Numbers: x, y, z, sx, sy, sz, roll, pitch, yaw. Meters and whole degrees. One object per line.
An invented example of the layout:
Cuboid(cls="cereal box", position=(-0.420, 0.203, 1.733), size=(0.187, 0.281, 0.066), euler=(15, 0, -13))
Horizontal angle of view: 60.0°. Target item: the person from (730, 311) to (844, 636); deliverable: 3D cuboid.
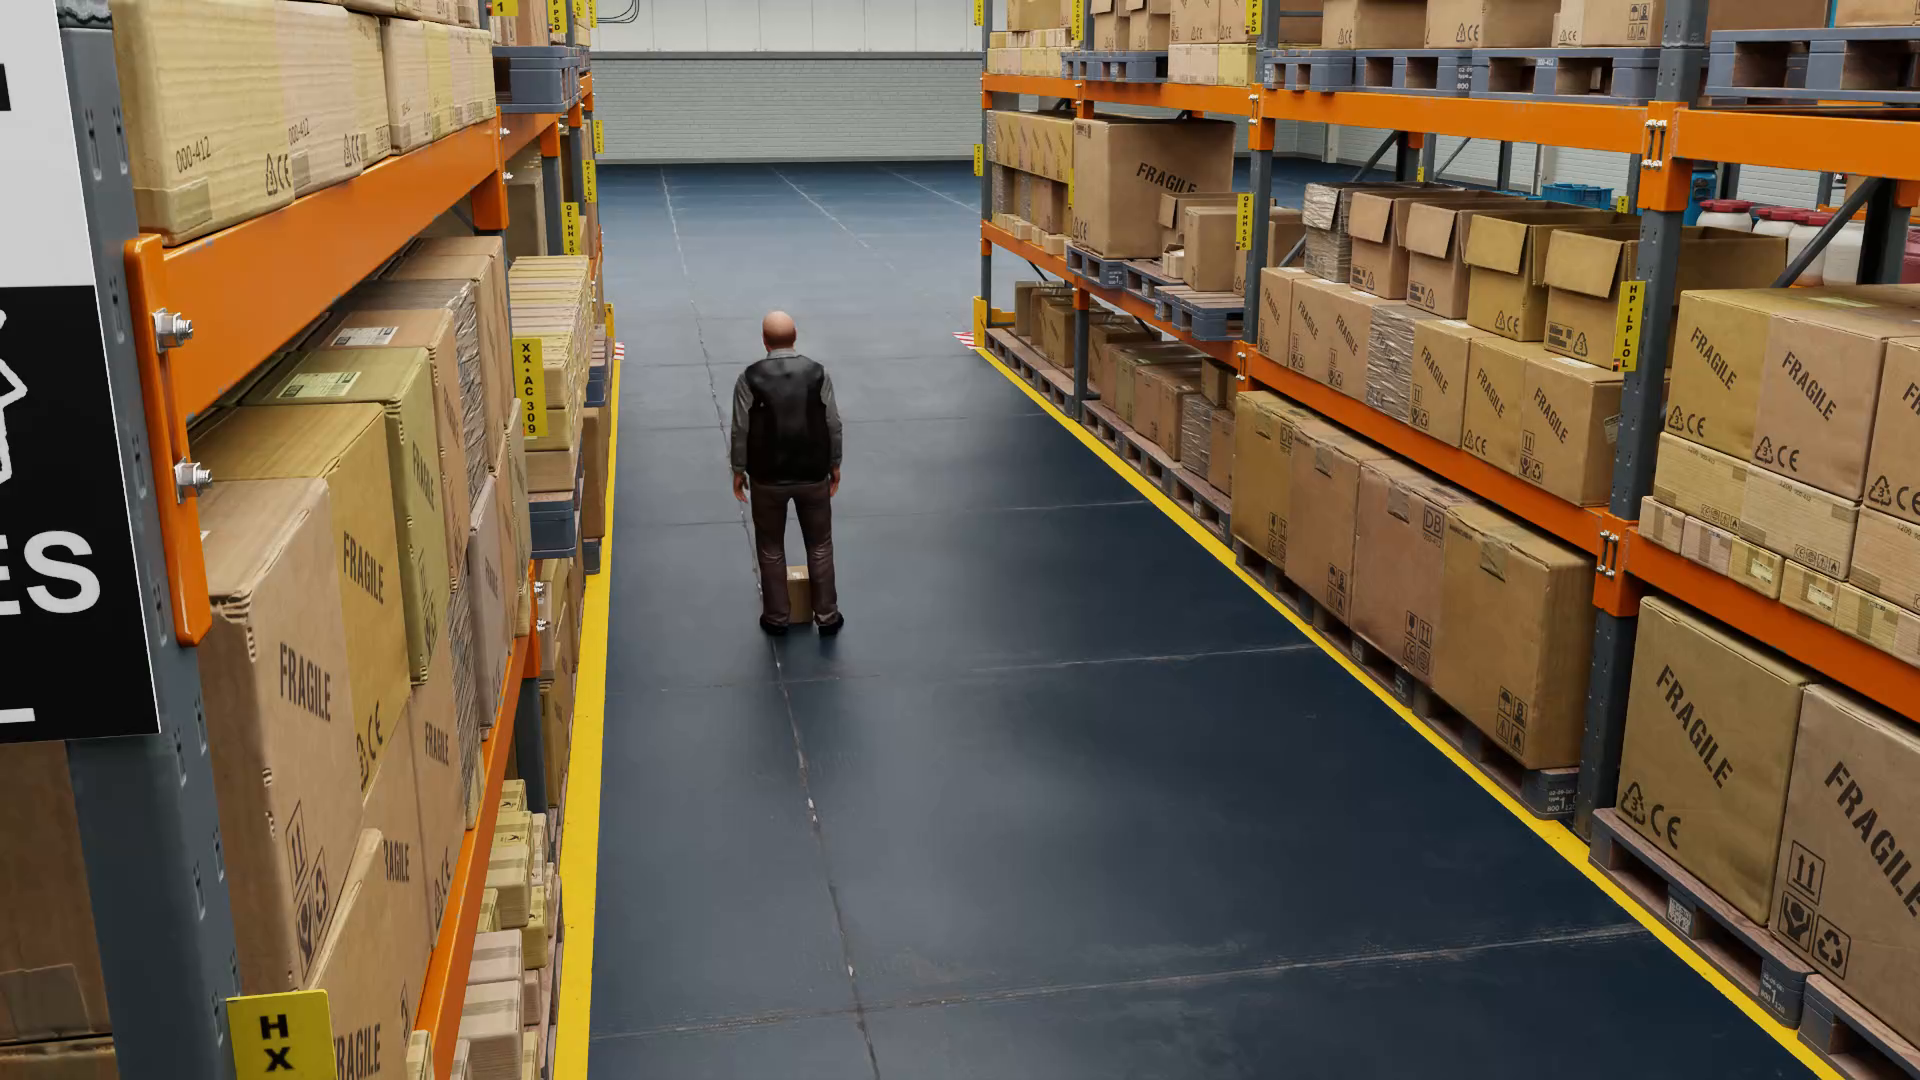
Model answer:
Cuboid(cls="person", position=(-0.904, -0.335, 8.724), size=(0.592, 1.722, 0.466), euler=(-4, 17, -13))
